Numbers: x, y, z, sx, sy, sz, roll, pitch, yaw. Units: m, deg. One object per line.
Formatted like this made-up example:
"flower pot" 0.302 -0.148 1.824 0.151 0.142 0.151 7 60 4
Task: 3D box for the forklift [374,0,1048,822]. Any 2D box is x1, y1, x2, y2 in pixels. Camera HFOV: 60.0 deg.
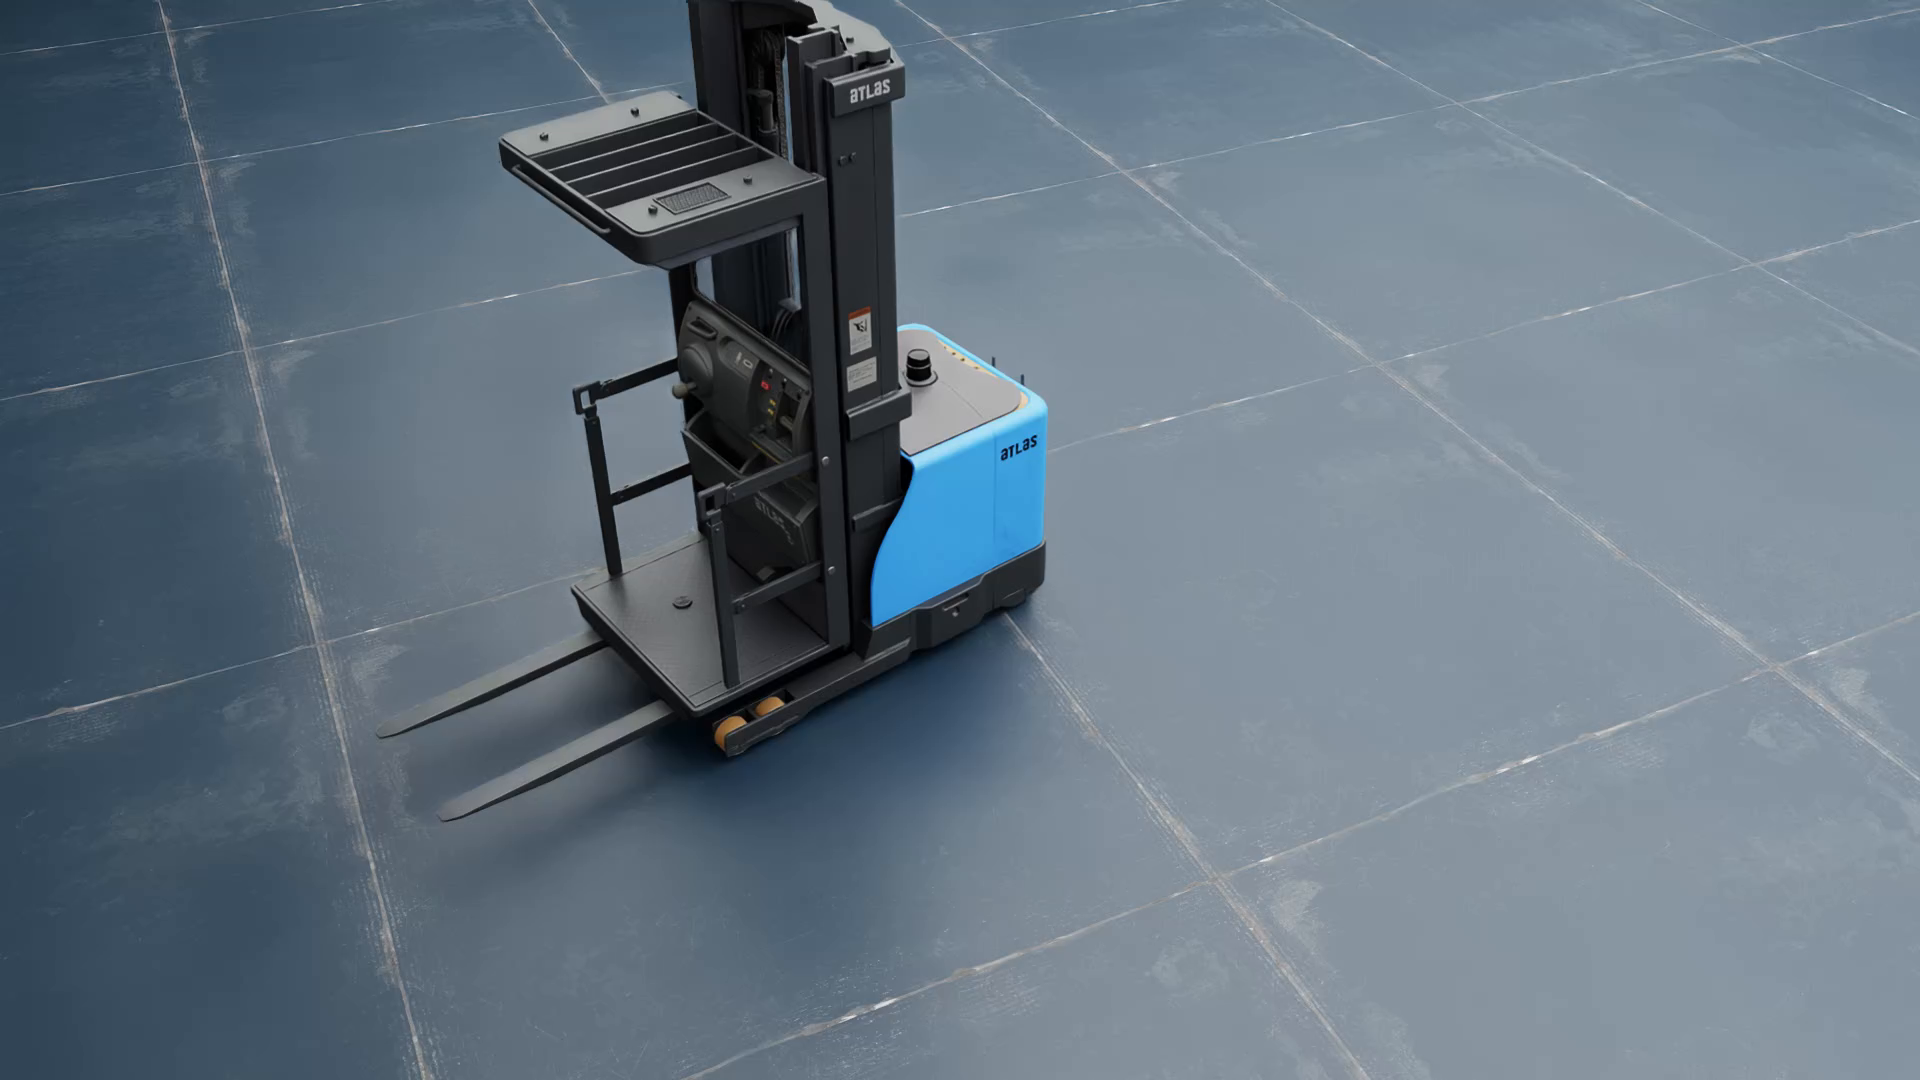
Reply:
"forklift" -1.058 -0.610 6.755 3.031 2.935 1.130 -25 44 -30

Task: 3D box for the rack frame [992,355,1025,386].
"rack frame" 0.232 -0.481 8.286 0.006 0.900 0.240 -25 44 -30

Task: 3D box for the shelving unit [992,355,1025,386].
"shelving unit" 0.152 -0.443 8.235 0.210 0.900 0.258 -25 44 -30
